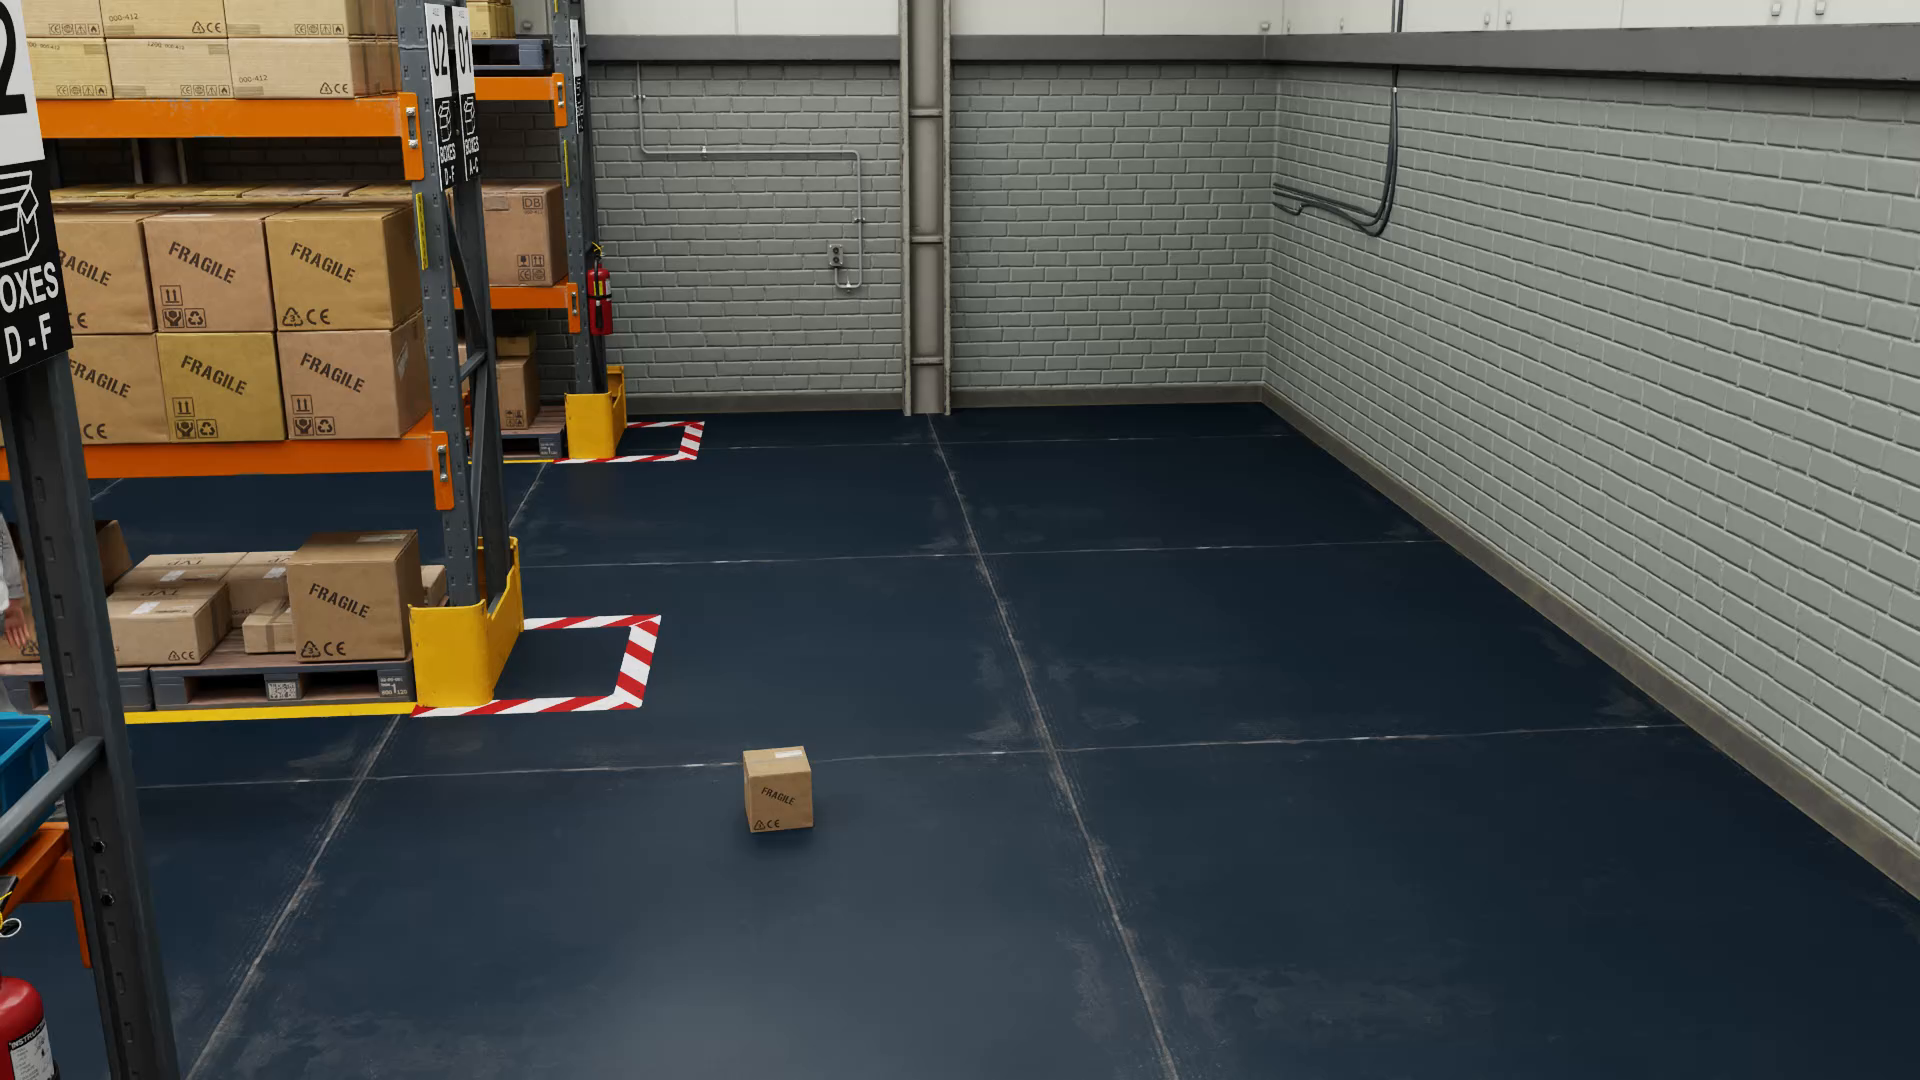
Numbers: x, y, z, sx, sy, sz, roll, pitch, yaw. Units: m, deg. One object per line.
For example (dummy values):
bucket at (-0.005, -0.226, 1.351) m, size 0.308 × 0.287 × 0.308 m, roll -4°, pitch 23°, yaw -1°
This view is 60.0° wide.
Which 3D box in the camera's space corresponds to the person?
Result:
person at (-4.024, 0.292, 6.464) m, size 0.995 × 1.720 × 0.552 m, roll -1°, pitch 17°, yaw -2°
